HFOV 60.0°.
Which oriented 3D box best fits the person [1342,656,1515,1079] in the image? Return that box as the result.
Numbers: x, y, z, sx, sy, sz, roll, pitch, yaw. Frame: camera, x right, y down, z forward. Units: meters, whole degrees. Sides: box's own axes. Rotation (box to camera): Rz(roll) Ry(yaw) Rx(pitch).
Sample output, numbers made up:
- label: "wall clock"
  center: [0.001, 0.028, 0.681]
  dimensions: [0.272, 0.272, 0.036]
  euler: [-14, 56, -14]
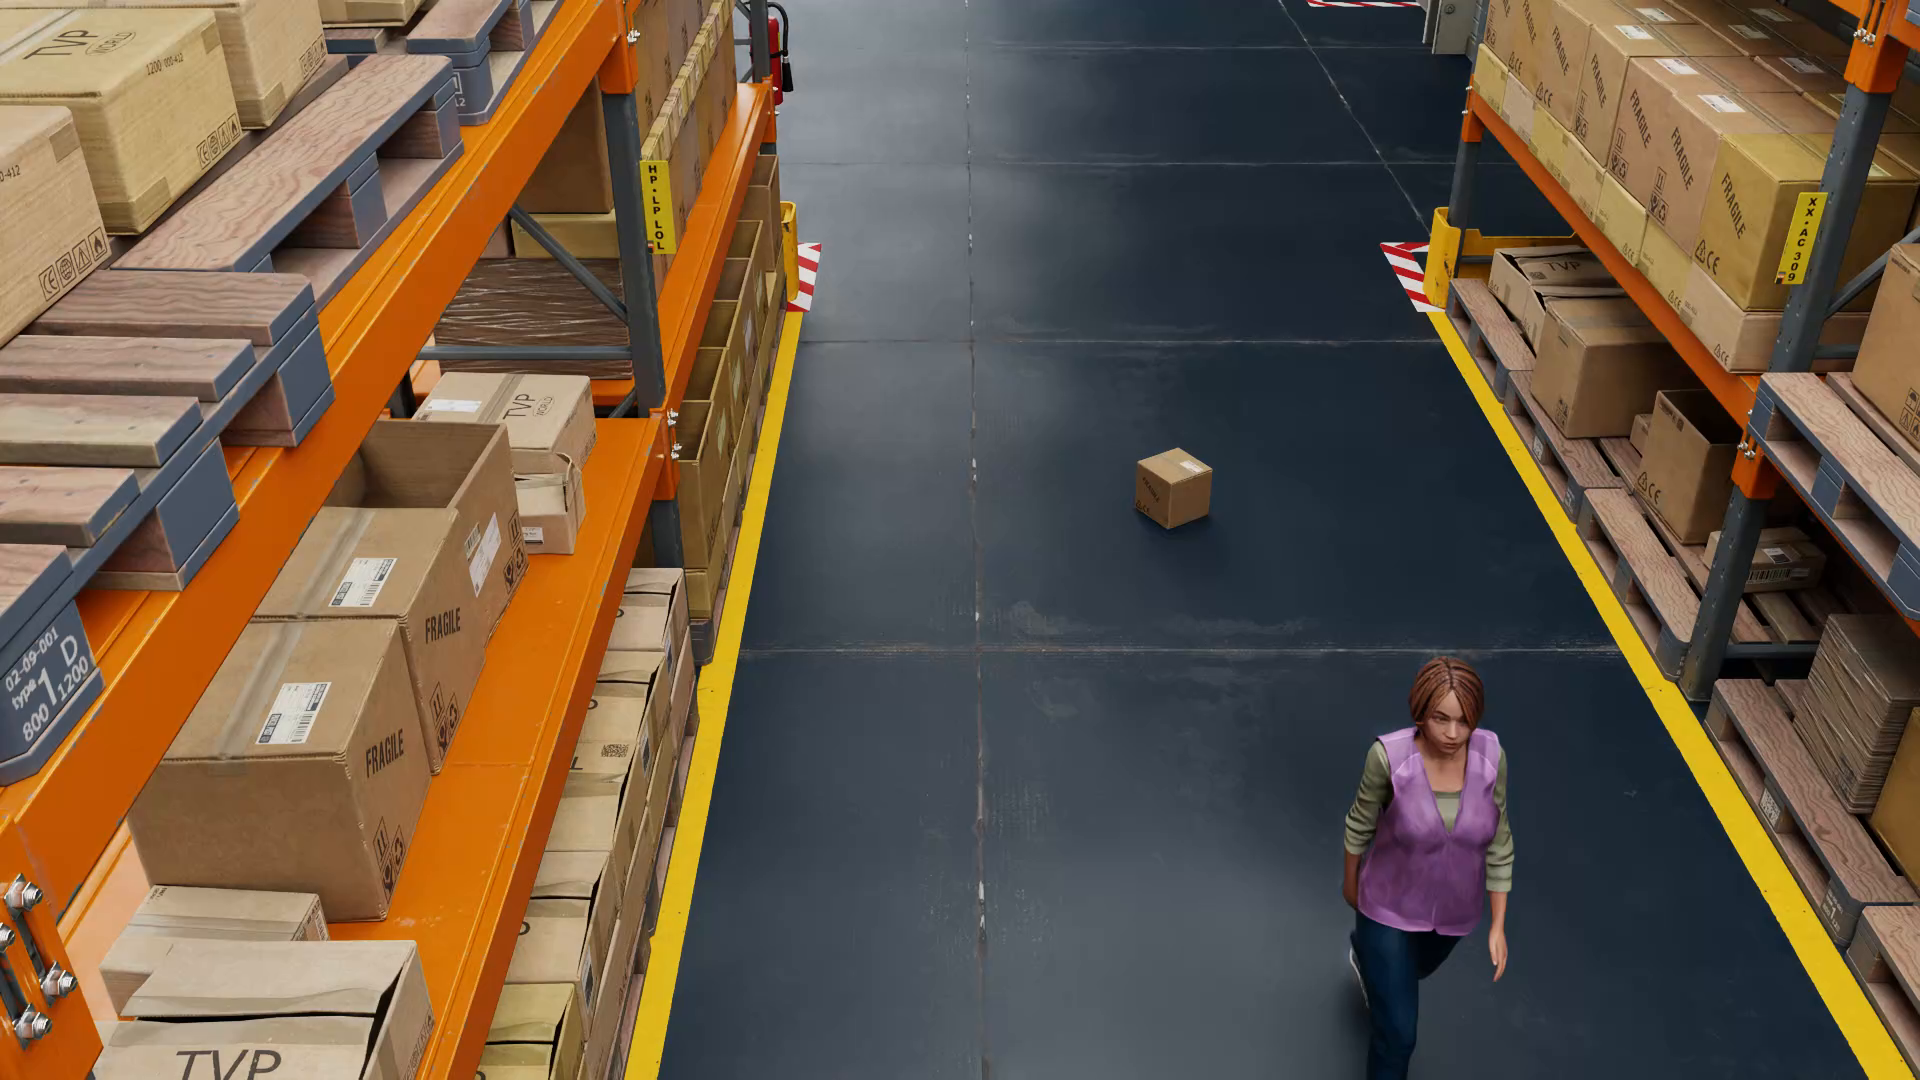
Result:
- label: "person"
  center: [1.263, 0.983, 4.560]
  dimensions: [0.410, 1.546, 0.936]
  euler: [-4, 32, -6]
